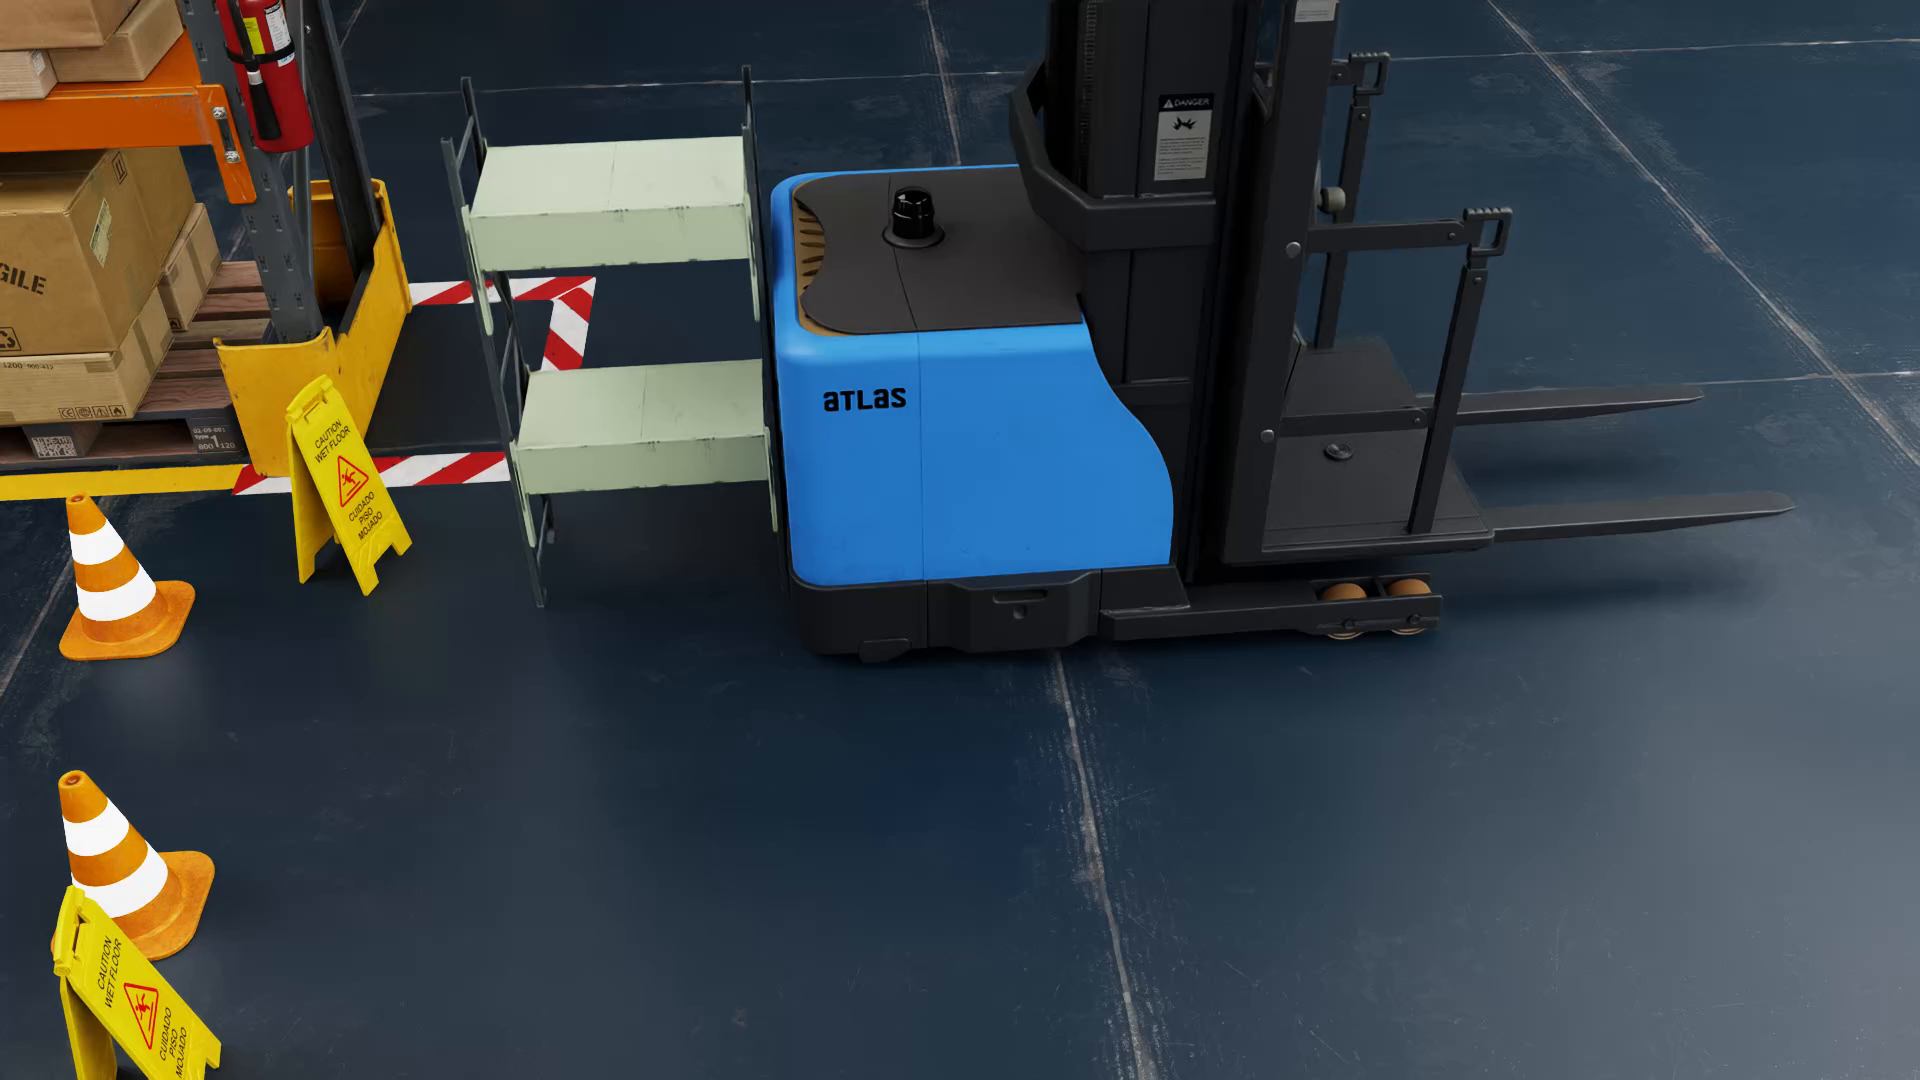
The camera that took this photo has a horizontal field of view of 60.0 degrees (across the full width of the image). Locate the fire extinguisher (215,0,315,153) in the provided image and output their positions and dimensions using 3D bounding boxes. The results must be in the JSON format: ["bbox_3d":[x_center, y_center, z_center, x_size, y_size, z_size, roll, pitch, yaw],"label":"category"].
[{"bbox_3d":[-2.000,-1.446,4.724,0.183,0.674,0.296,-3,38,-4],"label":"fire extinguisher"}]

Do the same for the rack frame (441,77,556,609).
[{"bbox_3d":[-1.278,-0.505,4.680,0.023,1.500,0.400,-4,38,-5],"label":"rack frame"}]

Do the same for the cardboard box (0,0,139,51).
[{"bbox_3d":[-2.671,-1.711,4.676,0.500,0.500,0.500,-4,38,-5],"label":"cardboard box"}]

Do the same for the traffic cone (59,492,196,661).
[{"bbox_3d":[-2.469,0.061,4.800,0.334,0.463,0.336,-3,38,-4],"label":"traffic cone"}]

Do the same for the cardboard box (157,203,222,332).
[{"bbox_3d":[-2.983,-0.967,5.934,0.500,0.250,0.500,-3,38,-4],"label":"cardboard box"}]

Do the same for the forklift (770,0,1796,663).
[{"bbox_3d":[0.984,-1.183,4.383,3.031,2.935,1.130,-4,38,-5],"label":"forklift"}]

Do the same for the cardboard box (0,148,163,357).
[{"bbox_3d":[-2.930,-0.930,5.282,0.500,0.500,0.500,-3,38,-4],"label":"cardboard box"}]

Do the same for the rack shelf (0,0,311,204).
[{"bbox_3d":[-4.147,-1.363,5.136,4.000,0.370,1.077,-3,38,-4],"label":"rack shelf"}]

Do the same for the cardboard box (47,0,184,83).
[{"bbox_3d":[-2.508,-1.504,4.937,0.250,0.149,0.380,-2,38,-2],"label":"cardboard box"}]

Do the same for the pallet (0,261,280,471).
[{"bbox_3d":[-3.043,-0.633,5.882,1.213,0.211,1.003,-3,38,-4],"label":"pallet"}]

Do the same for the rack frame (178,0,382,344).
[{"bbox_3d":[-2.155,-1.755,5.052,0.127,3.000,1.000,-3,38,-4],"label":"rack frame"}]

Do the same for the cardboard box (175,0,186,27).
[{"bbox_3d":[-2.512,-1.765,5.269,0.250,0.149,0.380,-3,38,-4],"label":"cardboard box"}]

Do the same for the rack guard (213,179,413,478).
[{"bbox_3d":[-2.231,-0.769,5.821,0.348,0.500,1.175,-3,38,-4],"label":"rack guard"}]

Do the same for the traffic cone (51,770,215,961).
[{"bbox_3d":[-2.032,0.727,3.955,0.334,0.463,0.336,-3,38,-4],"label":"traffic cone"}]

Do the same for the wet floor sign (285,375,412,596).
[{"bbox_3d":[-1.871,-0.181,4.958,0.232,0.644,0.267,9,39,12],"label":"wet floor sign"}]

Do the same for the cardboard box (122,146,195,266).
[{"bbox_3d":[-3.006,-1.259,5.700,0.500,0.500,0.500,-4,38,-5],"label":"cardboard box"}]

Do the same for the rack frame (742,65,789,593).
[{"bbox_3d":[-0.550,-0.553,4.740,0.023,1.500,0.400,-4,38,-5],"label":"rack frame"}]

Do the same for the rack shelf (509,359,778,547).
[{"bbox_3d":[-0.914,-0.273,4.912,0.720,0.370,0.431,-4,38,-5],"label":"rack shelf"}]

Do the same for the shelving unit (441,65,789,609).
[{"bbox_3d":[-0.914,-0.529,4.710,0.755,1.500,0.431,-4,38,-5],"label":"shelving unit"}]

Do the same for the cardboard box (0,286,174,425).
[{"bbox_3d":[-2.960,-0.629,5.506,0.500,0.250,0.500,-3,38,-4],"label":"cardboard box"}]

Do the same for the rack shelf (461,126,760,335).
[{"bbox_3d":[-0.914,-0.835,4.468,0.720,0.370,0.431,-4,38,-5],"label":"rack shelf"}]

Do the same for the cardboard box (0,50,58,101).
[{"bbox_3d":[-2.751,-1.421,4.833,0.250,0.149,0.380,-4,38,-5],"label":"cardboard box"}]

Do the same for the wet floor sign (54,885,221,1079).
[{"bbox_3d":[-1.762,0.995,3.468,0.232,0.644,0.267,-9,39,-12],"label":"wet floor sign"}]
